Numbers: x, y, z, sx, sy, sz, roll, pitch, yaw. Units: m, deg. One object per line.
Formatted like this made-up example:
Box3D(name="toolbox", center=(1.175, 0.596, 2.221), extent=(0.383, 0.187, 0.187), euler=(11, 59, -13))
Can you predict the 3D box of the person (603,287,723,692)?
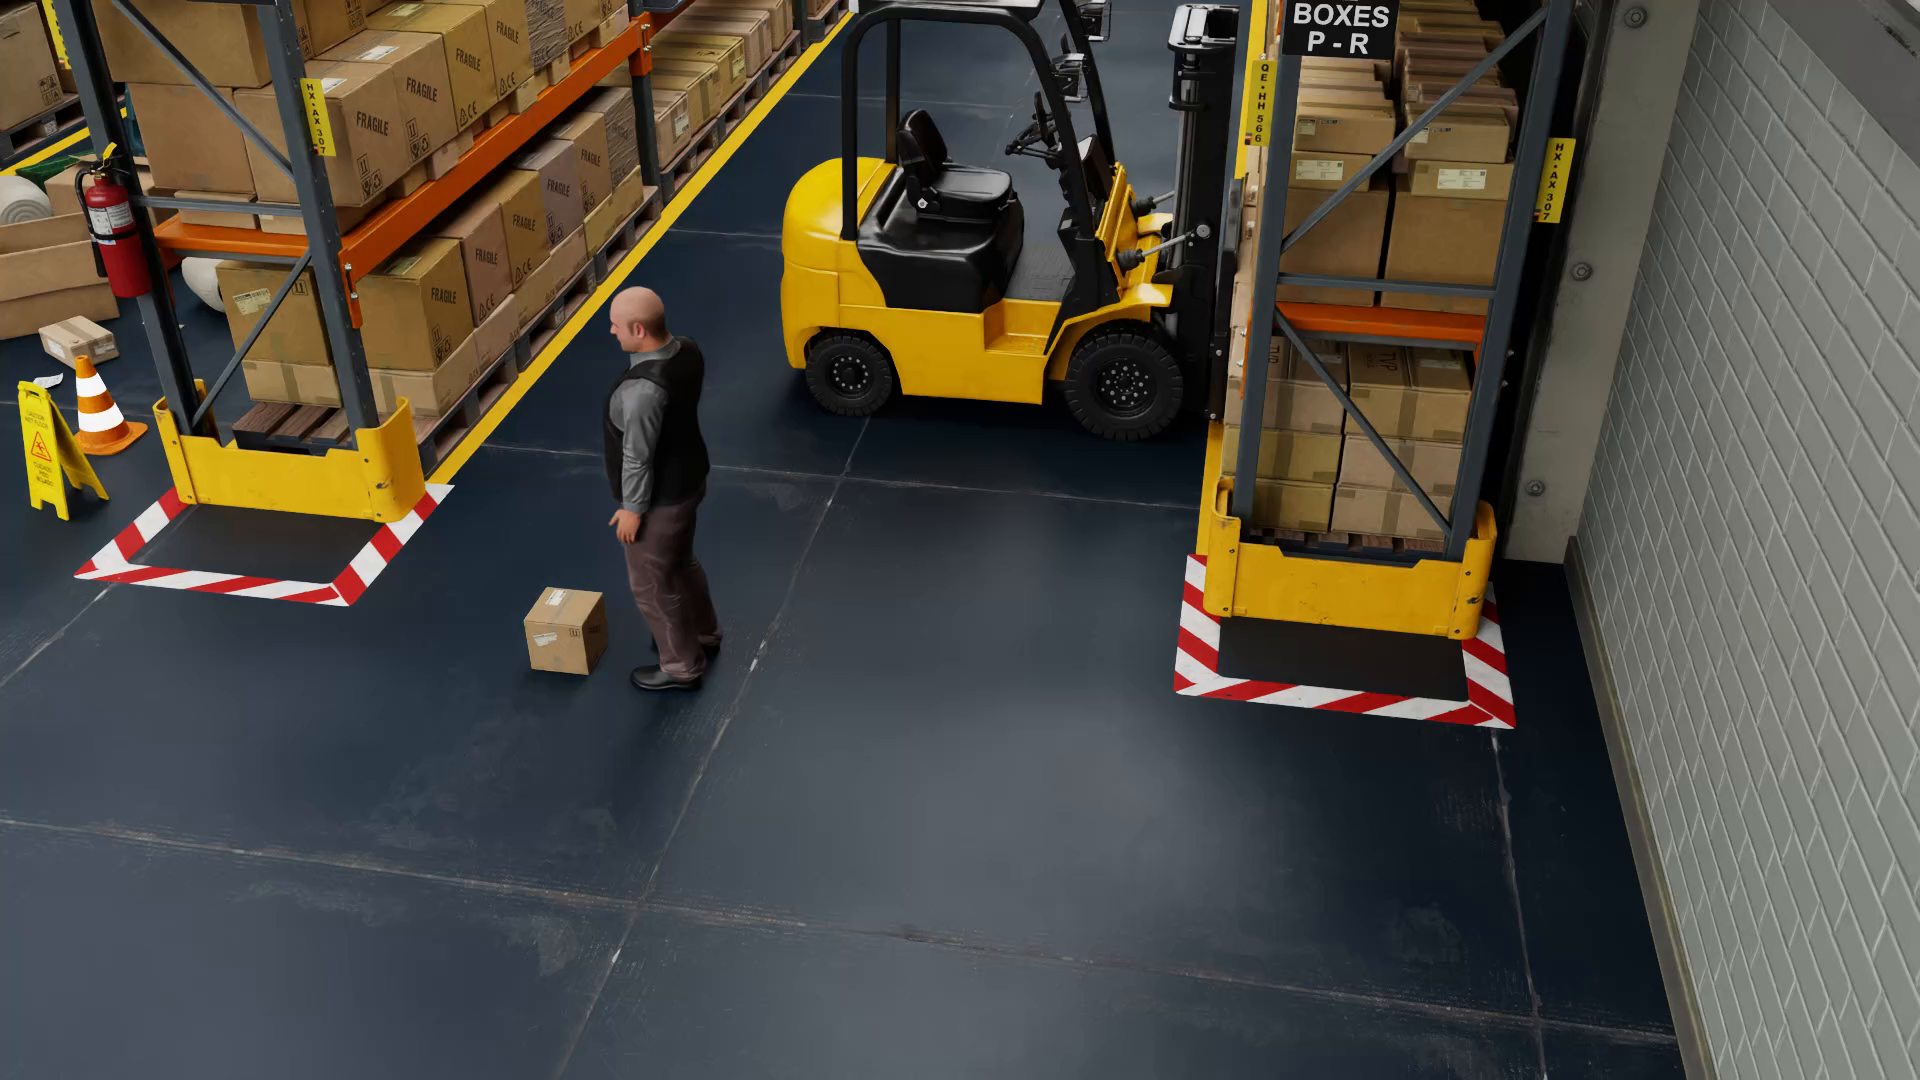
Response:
Box3D(name="person", center=(-1.167, -0.183, 6.462), extent=(0.357, 1.713, 0.534), euler=(6, 33, 9))
